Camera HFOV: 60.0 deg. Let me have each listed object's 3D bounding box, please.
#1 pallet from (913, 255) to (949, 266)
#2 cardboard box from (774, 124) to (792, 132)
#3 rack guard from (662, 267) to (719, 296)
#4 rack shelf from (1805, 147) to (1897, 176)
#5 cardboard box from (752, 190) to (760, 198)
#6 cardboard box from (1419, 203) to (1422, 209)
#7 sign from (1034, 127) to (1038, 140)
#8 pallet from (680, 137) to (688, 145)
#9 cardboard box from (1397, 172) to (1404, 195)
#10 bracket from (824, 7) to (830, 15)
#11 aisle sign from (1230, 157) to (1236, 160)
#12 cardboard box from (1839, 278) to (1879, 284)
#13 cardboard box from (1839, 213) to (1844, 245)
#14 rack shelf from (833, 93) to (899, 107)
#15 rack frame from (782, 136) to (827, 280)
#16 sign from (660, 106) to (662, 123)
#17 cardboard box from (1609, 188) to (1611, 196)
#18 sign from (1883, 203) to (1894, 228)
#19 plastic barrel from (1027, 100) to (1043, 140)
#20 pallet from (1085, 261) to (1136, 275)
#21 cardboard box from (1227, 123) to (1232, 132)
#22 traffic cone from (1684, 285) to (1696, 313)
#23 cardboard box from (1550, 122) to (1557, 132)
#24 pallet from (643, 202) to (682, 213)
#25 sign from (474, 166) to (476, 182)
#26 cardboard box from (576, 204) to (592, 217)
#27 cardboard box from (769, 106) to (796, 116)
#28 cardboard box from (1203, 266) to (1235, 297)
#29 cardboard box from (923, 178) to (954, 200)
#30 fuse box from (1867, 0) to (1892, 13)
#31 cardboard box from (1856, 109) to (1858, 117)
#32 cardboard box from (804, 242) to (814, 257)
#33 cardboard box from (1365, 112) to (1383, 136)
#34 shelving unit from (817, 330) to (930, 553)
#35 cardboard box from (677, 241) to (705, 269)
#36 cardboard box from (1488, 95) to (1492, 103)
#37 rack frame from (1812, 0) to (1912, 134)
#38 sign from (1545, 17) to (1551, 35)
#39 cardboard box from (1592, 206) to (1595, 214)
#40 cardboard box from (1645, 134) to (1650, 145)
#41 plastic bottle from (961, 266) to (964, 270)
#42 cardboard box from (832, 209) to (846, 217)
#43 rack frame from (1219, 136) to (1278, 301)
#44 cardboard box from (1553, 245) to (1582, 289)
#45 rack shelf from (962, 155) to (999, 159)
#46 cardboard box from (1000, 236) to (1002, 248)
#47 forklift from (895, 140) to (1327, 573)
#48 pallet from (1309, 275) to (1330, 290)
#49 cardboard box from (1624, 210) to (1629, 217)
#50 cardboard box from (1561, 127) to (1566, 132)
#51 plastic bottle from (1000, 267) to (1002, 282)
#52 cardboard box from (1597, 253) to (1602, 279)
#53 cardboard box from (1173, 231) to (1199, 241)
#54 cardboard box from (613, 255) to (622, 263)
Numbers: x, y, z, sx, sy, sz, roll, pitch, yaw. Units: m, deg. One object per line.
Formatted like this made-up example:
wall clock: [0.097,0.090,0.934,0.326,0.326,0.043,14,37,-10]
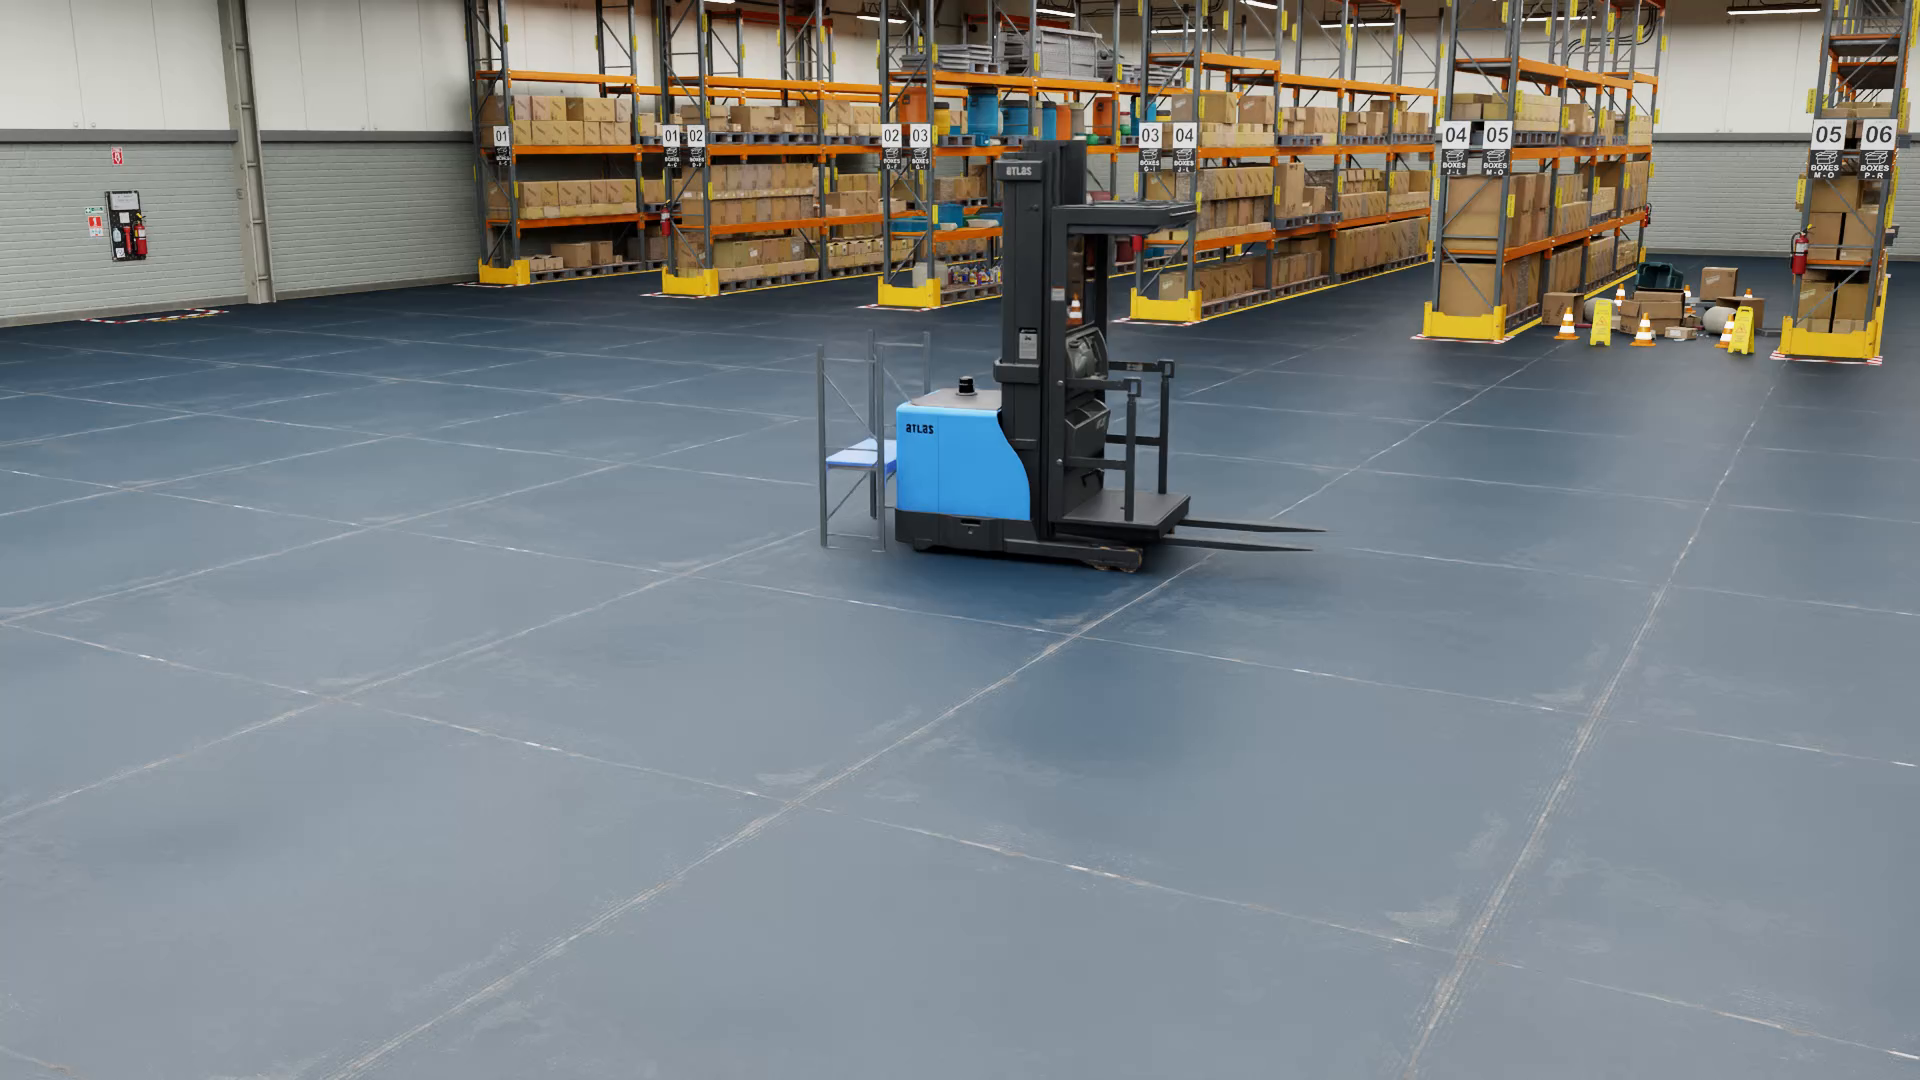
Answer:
pallet: [-0.994,-6.714,39.932,1.003,0.211,1.213,7,15,28]
cardboard box: [-3.665,-8.430,34.040,0.380,0.149,0.250,7,15,28]
rack guard: [-5.267,-5.059,32.452,1.175,0.500,0.348,7,15,28]
rack shelf: [13.057,-5.552,24.298,1.077,0.370,4.000,7,15,28]
cardboard box: [-4.256,-6.964,33.421,0.380,0.149,0.250,7,15,27]
cardboard box: [10.897,-8.050,40.060,0.380,0.149,0.250,8,16,29]
sign: [1.489,-7.936,32.632,0.100,0.325,0.005,7,15,28]
pallet: [-6.769,-9.355,38.938,1.213,0.211,1.003,7,15,28]
cardboard box: [9.916,-8.224,38.330,0.500,0.500,0.500,7,15,28]
bracket: [-3.700,-14.254,44.780,0.235,0.232,0.430,7,15,28]
aisle sign: [7.105,-10.245,43.083,0.394,0.787,0.004,7,15,28]
cardboard box: [12.982,-3.512,24.072,0.500,0.500,0.500,7,15,26]
cardboard box: [12.357,-4.471,23.832,0.500,0.500,0.500,7,15,28]
rack shelf: [-2.825,-12.084,45.846,1.077,0.370,4.000,7,15,28]
rack frame: [-3.321,-7.100,35.583,1.000,3.000,0.127,7,15,28]
sign: [-5.723,-8.194,32.000,0.100,0.325,0.005,7,15,28]
cardboard box: [13.230,-7.194,34.345,0.380,0.149,0.250,7,15,26]
sign: [12.565,-4.393,22.507,0.100,0.325,0.005,7,15,28]
plastic barrel: [1.385,-8.503,33.933,0.600,0.901,0.600,0,14,0]
pallet: [3.291,-6.169,37.673,1.003,0.211,1.213,7,15,28]
cardboard box: [4.409,-7.028,28.356,0.380,0.149,0.250,7,15,26]
traffic cone: [12.662,-4.206,28.994,0.336,0.463,0.334,7,15,28]
cardboard box: [9.624,-6.820,27.450,0.380,0.149,0.250,8,16,29]
pallet: [-7.163,-7.707,38.512,1.003,0.211,1.213,7,15,28]
sign: [-10.069,-7.623,34.609,0.100,0.325,0.005,7,15,28]
cardboard box: [-8.343,-7.156,36.094,0.500,0.250,0.500,8,15,29]
cardboard box: [-4.586,-11.106,43.049,0.500,0.250,0.500,7,15,26]
cardboard box: [4.619,-4.633,29.790,0.500,0.500,0.500,6,15,23]
cardboard box: [-0.573,-8.481,40.204,0.700,0.500,0.500,11,17,38]
fuse box: [22.296,-12.970,40.307,0.513,0.334,0.176,7,15,28]
cardboard box: [12.548,-5.860,22.876,0.380,0.149,0.250,7,15,28]
cardboard box: [-3.377,-6.355,36.270,0.500,0.311,0.500,7,15,28]
cardboard box: [8.944,-9.209,36.822,0.700,0.500,0.500,8,16,29]
shelving unit: [-0.630,-0.769,12.522,0.538,1.500,1.048,4,14,18]
cardboard box: [-5.256,-5.655,32.960,0.500,0.500,0.500,7,15,28]
cardboard box: [8.065,-6.865,25.936,0.380,0.149,0.250,7,15,28]
rack frame: [12.090,-6.950,22.160,1.000,3.000,0.127,7,15,28]
sign: [11.096,-9.683,31.336,0.100,0.325,0.005,7,15,28]
cardboard box: [12.228,-6.476,32.636,0.380,0.149,0.250,8,16,31]
cardboard box: [15.214,-9.012,37.436,0.500,0.250,0.500,7,15,28]
plastic bottle: [0.052,-5.245,32.745,0.061,0.283,0.133,8,16,31]
cardboard box: [-2.714,-7.136,36.271,0.380,0.149,0.250,7,15,28]
rack frame: [5.349,-5.977,30.924,1.000,3.000,0.127,7,15,28]
cardboard box: [11.202,-5.210,31.650,1.050,0.750,0.750,7,15,27]
rack shelf: [-0.421,-9.439,40.422,1.077,0.370,4.000,7,15,28]
cardboard box: [0.938,-7.710,42.910,0.500,0.311,0.500,7,15,28]
forklift: [1.094,-1.337,11.827,3.031,2.935,1.130,5,14,20]
pallet: [6.903,-5.282,33.991,1.003,0.211,1.213,7,15,28]
cardboard box: [14.391,-7.156,36.351,0.380,0.149,0.250,8,16,29]
cardboard box: [10.360,-7.168,28.890,0.250,0.149,0.380,7,15,28]
plastic bottle: [0.819,-5.189,32.514,0.061,0.283,0.133,9,16,32]
cardboard box: [12.625,-5.529,33.506,0.500,0.500,0.500,7,15,27]
cardboard box: [3.761,-5.065,27.680,0.380,0.149,0.250,7,15,28]
cardboard box: [-7.892,-6.384,37.719,0.380,0.166,0.250,5,15,21]
